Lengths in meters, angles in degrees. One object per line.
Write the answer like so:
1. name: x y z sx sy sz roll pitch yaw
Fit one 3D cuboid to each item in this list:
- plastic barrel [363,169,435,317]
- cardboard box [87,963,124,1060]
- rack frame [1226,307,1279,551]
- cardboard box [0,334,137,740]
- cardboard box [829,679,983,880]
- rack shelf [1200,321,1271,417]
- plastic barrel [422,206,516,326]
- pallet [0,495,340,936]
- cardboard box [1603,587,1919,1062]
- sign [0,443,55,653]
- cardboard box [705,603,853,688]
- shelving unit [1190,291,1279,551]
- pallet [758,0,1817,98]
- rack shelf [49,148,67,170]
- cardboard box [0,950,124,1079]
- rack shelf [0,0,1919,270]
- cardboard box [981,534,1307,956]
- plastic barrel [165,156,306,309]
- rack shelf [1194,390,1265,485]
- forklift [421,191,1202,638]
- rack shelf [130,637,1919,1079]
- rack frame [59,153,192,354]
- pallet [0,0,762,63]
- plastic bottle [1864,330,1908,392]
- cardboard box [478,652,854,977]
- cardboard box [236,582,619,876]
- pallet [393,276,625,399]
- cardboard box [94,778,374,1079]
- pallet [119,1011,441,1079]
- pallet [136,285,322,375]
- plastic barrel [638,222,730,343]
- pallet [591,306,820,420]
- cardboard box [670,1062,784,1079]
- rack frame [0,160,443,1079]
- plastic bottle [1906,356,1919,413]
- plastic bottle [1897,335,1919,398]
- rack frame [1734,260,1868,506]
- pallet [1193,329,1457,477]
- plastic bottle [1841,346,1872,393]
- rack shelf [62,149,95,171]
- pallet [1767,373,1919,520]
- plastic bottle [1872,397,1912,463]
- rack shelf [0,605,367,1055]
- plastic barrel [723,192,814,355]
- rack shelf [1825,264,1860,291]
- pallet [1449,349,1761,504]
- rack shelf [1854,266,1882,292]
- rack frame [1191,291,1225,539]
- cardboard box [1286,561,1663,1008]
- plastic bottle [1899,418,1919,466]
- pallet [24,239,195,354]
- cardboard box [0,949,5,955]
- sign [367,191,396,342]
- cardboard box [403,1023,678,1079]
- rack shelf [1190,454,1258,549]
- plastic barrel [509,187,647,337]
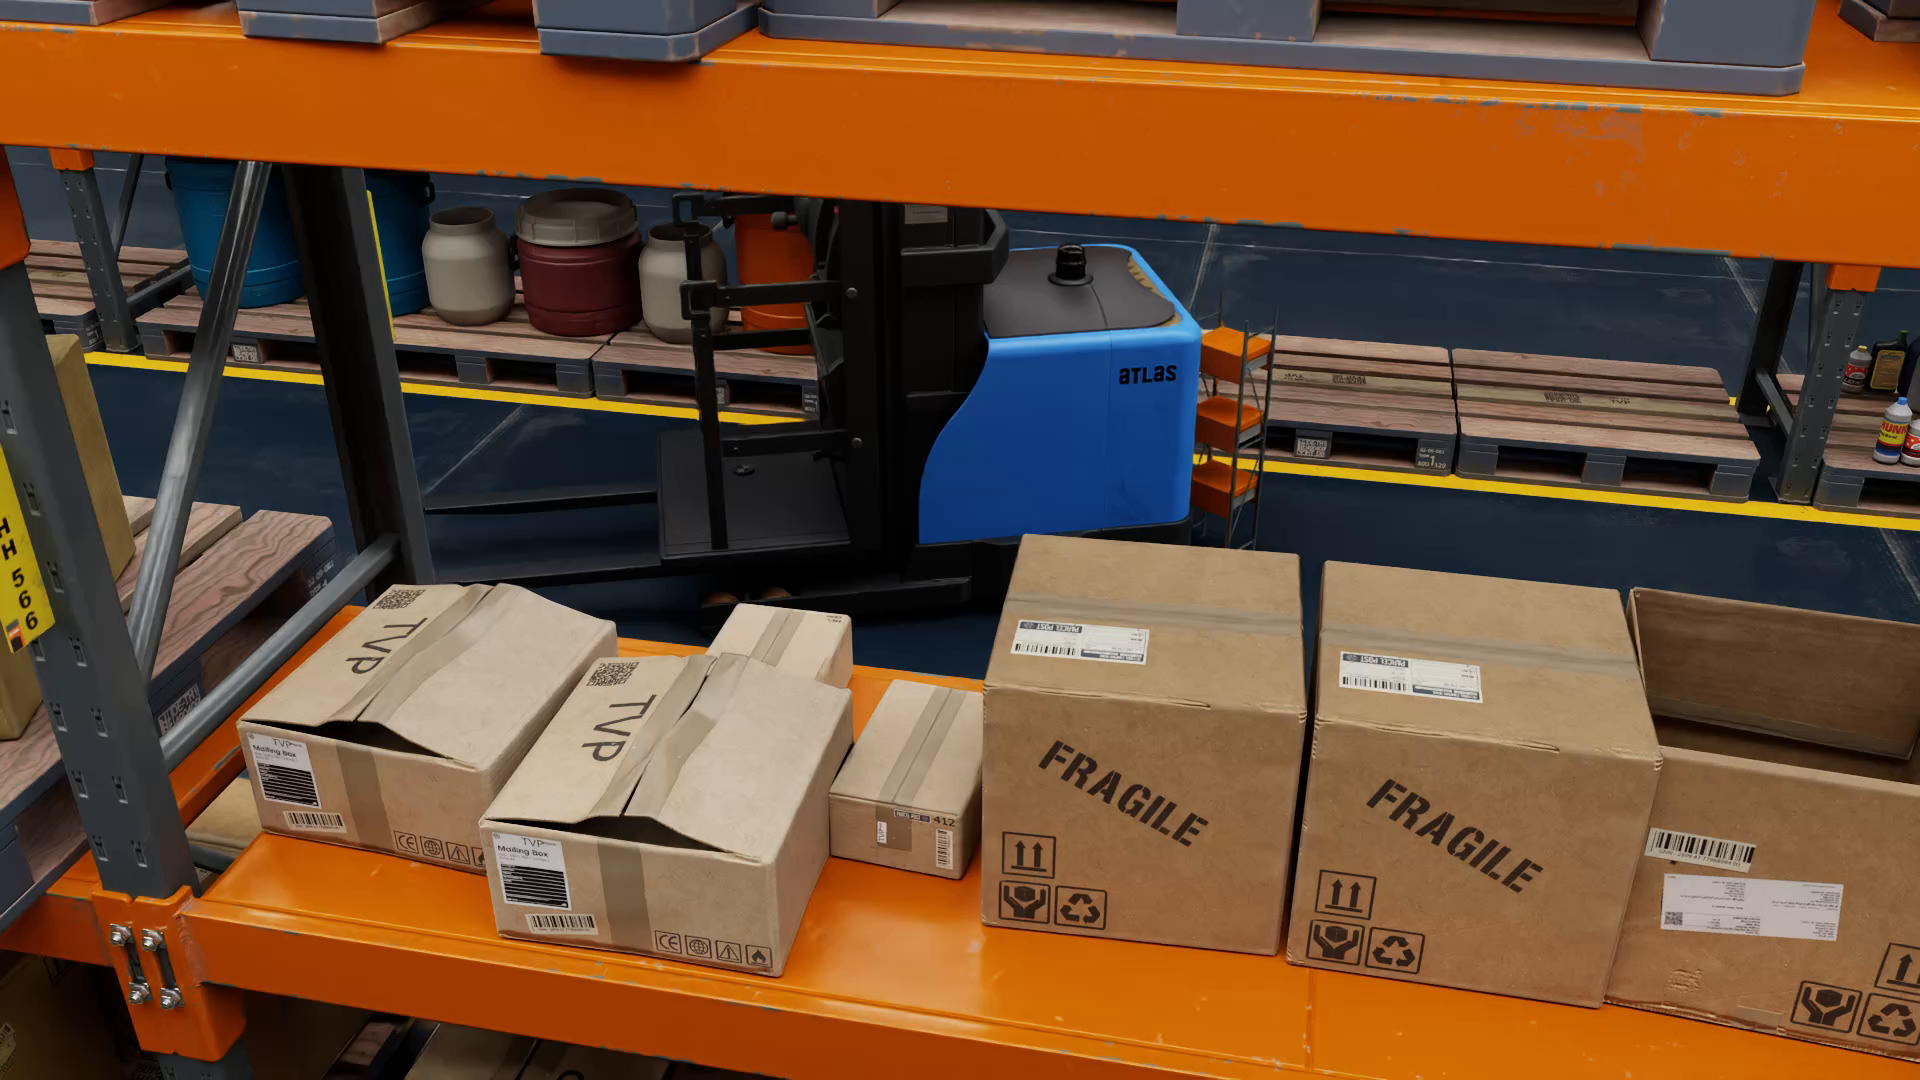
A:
1. plastic barrel: -2.976 -1.633 8.356 0.708 0.901 0.600 6 29 11
2. cardboard box: -2.222 0.898 4.131 0.500 0.500 0.500 5 29 9
3. rack frame: 1.104 -0.365 6.323 0.008 1.050 0.200 25 37 38
4. cardboard box: -1.963 -0.014 3.110 0.500 0.500 0.700 -4 29 -6
5. cardboard box: -0.065 0.436 3.091 0.250 0.149 0.380 8 30 14
6. rack shelf: 1.016 -0.645 6.266 0.240 0.259 0.215 25 37 38
7. plastic barrel: -2.443 -1.363 8.270 0.421 0.512 0.421 0 29 0
8. pallet: -2.001 0.274 3.326 1.003 0.211 1.213 6 29 11
9. cardboard box: 1.325 0.444 2.711 0.500 0.500 0.500 8 30 14
10. sign: -1.428 0.007 2.490 0.005 0.325 0.100 6 29 11
11. cardboard box: -0.386 0.295 3.349 0.250 0.149 0.380 6 29 11
12. shelving unit: 1.016 -0.406 6.398 0.252 1.050 0.215 25 37 38
13. pallet: 0.453 -0.872 2.291 1.213 0.211 1.003 7 30 13
14. rack shelf: -6.153 -2.387 8.736 4.000 0.370 1.077 6 29 11
15. cardboard box: -2.287 1.144 3.681 0.500 0.500 0.500 7 29 13
16. rack shelf: 0.632 -0.575 2.302 4.000 0.370 1.077 6 29 11
17. cardboard box: 0.321 0.341 2.899 0.500 0.500 0.500 4 29 8
18. plastic barrel: -3.669 -1.704 8.486 0.708 0.901 0.600 6 29 11
19. rack shelf: 1.016 -0.396 6.403 0.240 0.259 0.215 25 37 38
20. forklift: -0.686 -1.200 5.889 3.031 2.935 1.130 -5 29 -9
21. rack shelf: 0.632 0.741 3.023 4.000 0.370 1.077 6 29 11
22. rack frame: -4.197 -2.502 8.197 0.127 3.000 1.000 6 29 11
23. pallet: -0.641 -0.982 2.494 1.003 0.211 1.213 7 30 13
24. plastic bottle: 4.166 -0.808 7.473 0.133 0.283 0.061 7 30 13
25. cardboard box: -0.489 0.444 2.908 0.500 0.311 0.500 6 29 10
26. cardboard box: -0.977 0.321 3.134 0.500 0.311 0.500 8 30 14
27. pallet: -2.255 -1.061 8.468 1.213 0.211 1.003 6 29 11
28. cardboard box: -1.709 0.948 4.039 0.500 0.500 0.500 7 29 13
29. pallet: -2.046 1.355 4.055 1.213 0.211 1.003 6 29 11
30. pallet: -3.452 -1.182 8.690 1.213 0.211 1.003 6 29 11
31. plastic barrel: -1.338 -1.250 8.063 0.421 0.512 0.421 0 29 0
32. pallet: -1.065 -0.938 8.243 1.213 0.211 1.003 6 29 11
33. cardboard box: -0.357 1.240 3.204 0.500 0.311 0.500 5 29 9
34. rack frame: -1.324 0.225 3.216 0.127 3.000 1.000 6 29 11
35. plastic bottle: 4.286 -0.734 7.268 0.185 0.351 0.144 6 29 11
36. plastic bottle: 4.316 -0.802 7.392 0.185 0.351 0.144 5 29 9
37. rack frame: 3.626 -1.700 6.732 0.127 3.000 1.000 6 29 11
38. pallet: 1.653 -0.659 7.734 1.213 0.211 1.003 6 29 11
39. plastic bottle: 4.046 -0.776 7.499 0.097 0.201 0.097 0 29 0
40. rack shelf: -2.242 -1.986 8.004 4.000 0.370 1.077 6 29 11
41. pallet: 4.274 -0.390 7.243 1.213 0.211 1.003 6 29 11
42. plastic bottle: 3.846 -0.459 6.847 0.097 0.271 0.097 0 29 0
43. rack shelf: -3.280 0.340 3.755 4.000 0.370 1.077 6 29 11
44. plastic barrel: -0.768 -1.375 7.960 0.708 0.830 0.600 6 29 11
45. rack shelf: 1.670 -1.585 7.271 4.000 0.370 1.077 6 29 11
46. pallet: 2.850 -0.538 7.512 1.213 0.211 1.003 6 29 11
47. rack shelf: 5.582 -1.184 6.538 4.000 0.370 1.077 6 29 11
48. rack frame: 0.929 -0.446 6.472 0.008 1.050 0.200 25 37 38
49. cardboard box: 0.835 0.394 2.803 0.500 0.500 0.500 6 29 11
50. plastic bottle: 3.946 -0.418 6.845 0.097 0.201 0.097 0 29 0
51. pallet: -4.925 -1.335 8.968 1.213 0.211 1.003 6 29 11
52. cardboard box: -2.343 0.812 3.507 0.500 0.250 0.500 7 29 12
53. sign: -1.211 -0.544 3.415 0.005 0.325 0.100 6 29 11
54. cardboard box: -0.873 1.191 3.293 0.500 0.311 0.500 7 29 12
55. rack shelf: 1.016 -0.153 6.536 0.240 0.259 0.215 25 37 38
56. plastic barrel: -1.872 -1.382 8.225 0.708 0.588 0.600 6 29 11
